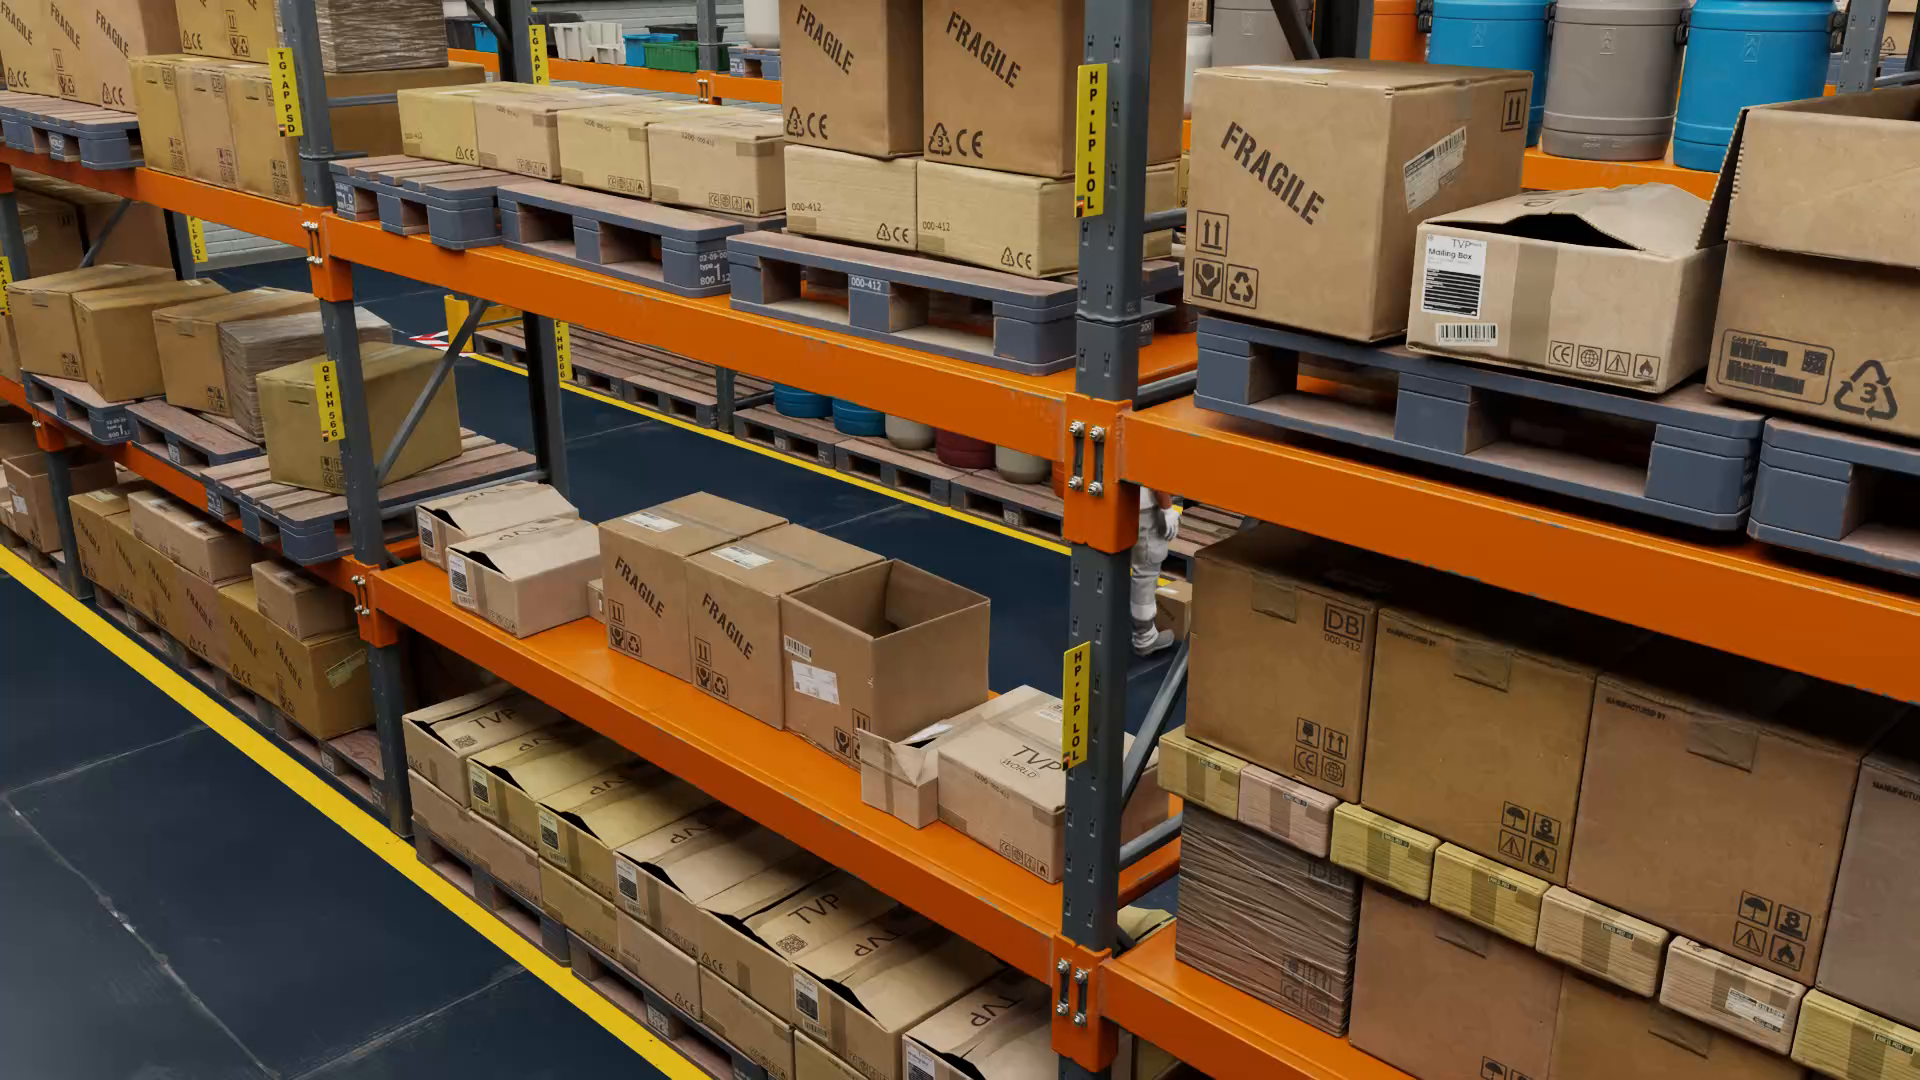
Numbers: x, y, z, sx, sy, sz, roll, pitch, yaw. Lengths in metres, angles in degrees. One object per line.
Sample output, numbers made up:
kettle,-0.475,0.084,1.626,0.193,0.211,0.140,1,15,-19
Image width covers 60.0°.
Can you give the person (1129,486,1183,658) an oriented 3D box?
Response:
person,0.953,-0.195,9.050,0.609,1.795,0.567,-16,26,-37
